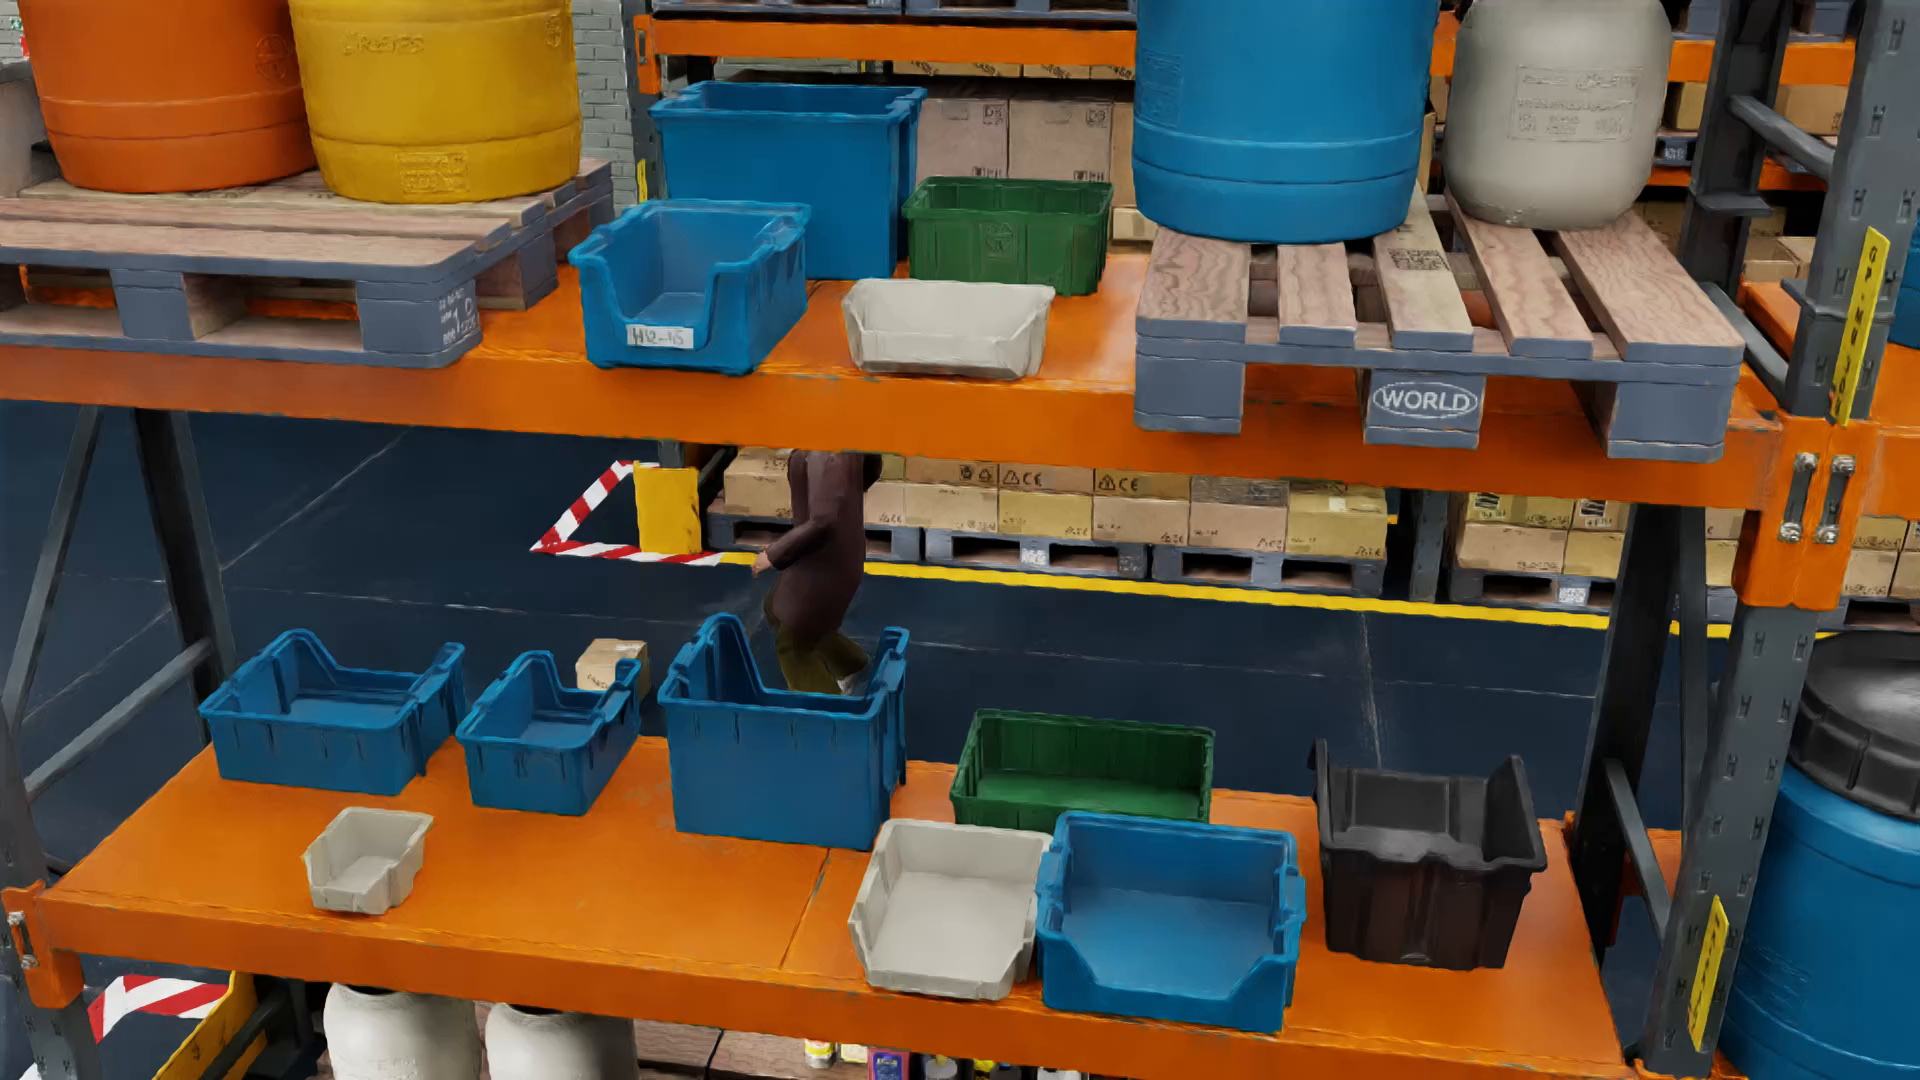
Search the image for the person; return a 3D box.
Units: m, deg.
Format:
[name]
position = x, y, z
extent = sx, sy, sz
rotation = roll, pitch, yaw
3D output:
[person]
position = -0.602, 0.088, 6.976
extent = 0.525, 1.744, 0.772
rotation = 1, 25, 2
